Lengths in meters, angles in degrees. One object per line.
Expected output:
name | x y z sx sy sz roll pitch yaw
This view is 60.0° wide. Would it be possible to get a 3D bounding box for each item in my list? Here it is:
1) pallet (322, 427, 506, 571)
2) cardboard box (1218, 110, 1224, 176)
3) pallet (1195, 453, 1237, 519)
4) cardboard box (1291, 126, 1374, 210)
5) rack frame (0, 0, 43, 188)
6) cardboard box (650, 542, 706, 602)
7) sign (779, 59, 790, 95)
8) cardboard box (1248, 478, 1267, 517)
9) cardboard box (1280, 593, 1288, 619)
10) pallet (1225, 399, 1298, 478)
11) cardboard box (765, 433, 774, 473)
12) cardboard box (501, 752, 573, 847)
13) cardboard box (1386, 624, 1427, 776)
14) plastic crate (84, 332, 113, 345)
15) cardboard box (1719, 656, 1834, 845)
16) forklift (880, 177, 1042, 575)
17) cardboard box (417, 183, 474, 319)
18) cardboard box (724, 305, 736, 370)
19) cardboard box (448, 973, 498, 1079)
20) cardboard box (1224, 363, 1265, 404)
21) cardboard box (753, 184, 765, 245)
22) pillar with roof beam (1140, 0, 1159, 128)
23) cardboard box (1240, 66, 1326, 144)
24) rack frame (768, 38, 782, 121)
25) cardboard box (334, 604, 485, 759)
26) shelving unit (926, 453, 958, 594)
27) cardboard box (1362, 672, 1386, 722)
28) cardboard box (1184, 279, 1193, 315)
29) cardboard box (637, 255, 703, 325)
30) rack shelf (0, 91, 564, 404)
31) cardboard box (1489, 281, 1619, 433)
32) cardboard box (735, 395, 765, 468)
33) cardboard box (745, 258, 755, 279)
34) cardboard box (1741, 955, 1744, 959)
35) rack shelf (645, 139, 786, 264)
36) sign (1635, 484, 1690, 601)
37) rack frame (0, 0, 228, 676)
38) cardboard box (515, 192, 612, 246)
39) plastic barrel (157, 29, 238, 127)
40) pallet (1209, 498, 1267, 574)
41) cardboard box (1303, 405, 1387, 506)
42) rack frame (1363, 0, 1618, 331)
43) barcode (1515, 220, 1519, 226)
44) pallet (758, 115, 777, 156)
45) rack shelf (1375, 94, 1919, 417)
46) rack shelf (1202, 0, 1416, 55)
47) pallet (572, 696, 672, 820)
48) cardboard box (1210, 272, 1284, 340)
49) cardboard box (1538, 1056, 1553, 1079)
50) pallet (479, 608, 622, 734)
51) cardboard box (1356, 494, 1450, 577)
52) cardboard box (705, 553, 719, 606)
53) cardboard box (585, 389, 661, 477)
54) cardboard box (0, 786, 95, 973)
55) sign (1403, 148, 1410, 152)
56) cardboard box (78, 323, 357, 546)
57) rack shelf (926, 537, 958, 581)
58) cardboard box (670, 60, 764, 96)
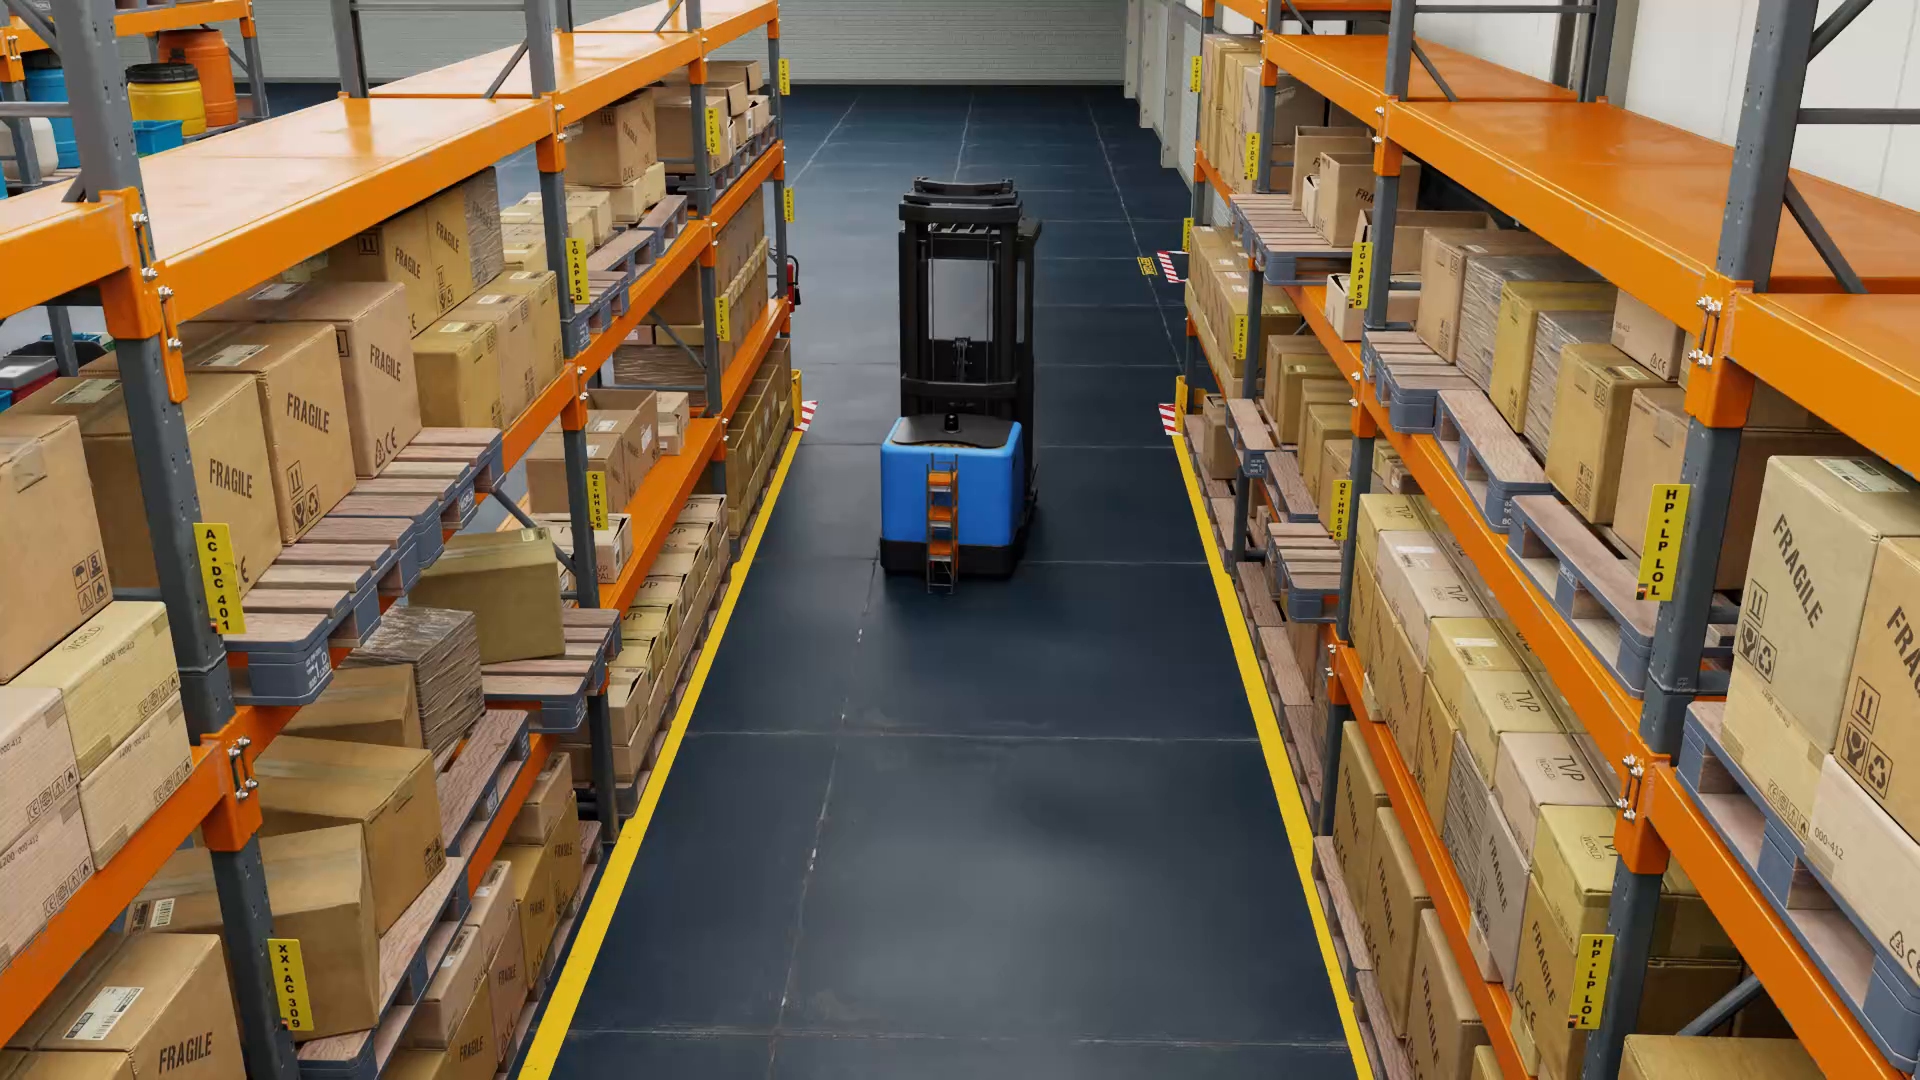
pallet | -2.446 -0.177 6.245 1.213 0.211 1.003 1 21 2
cardboard box | 2.433 -3.302 13.874 0.500 0.500 0.500 2 21 5
pallet | 2.650 -0.481 14.770 1.003 0.211 1.213 1 21 2
cardboard box | 2.533 -2.540 11.355 0.500 0.500 0.500 4 22 9
rack frame | -7.272 -4.001 11.695 1.000 3.000 0.127 1 21 2
cardboard box | -2.074 0.194 11.621 0.500 0.311 0.500 1 21 1
sign | -1.658 -4.358 15.647 0.100 0.325 0.005 1 21 2
cardboard box | 2.622 -0.511 13.840 0.500 0.500 0.500 -1 21 -2
cardboard box | 2.659 0.318 11.702 0.700 0.500 0.500 0 21 1
pallet | 2.461 -0.731 11.826 1.003 0.211 1.213 1 21 2
cardboard box | -1.954 -0.769 14.879 0.500 0.250 0.500 1 21 2
cardboard box | -2.234 1.269 8.215 0.500 0.250 0.500 1 21 4
cardboard box | 2.196 0.698 7.301 0.500 0.500 0.500 1 21 1
plastic crate | -7.476 -1.671 14.348 0.530 0.136 0.437 1 21 2
cardboard box | 2.102 0.473 3.798 0.500 0.250 0.500 1 21 1
forklift | 0.085 -1.590 13.869 1.130 2.935 3.031 3 21 7
cardboard box | -2.478 -1.272 7.285 0.500 0.500 0.500 1 21 2
cardboard box | -2.285 -1.728 13.991 0.700 0.500 0.500 1 21 2
cardboard box | -2.279 2.158 6.961 0.500 0.500 0.500 1 21 2
cardboard box | 2.342 -1.210 12.973 0.500 0.250 0.500 1 21 2
cardboard box | -2.228 -3.059 15.627 0.700 0.500 0.500 1 21 2
pillar with roof beam | 0.022 -13.801 36.951 9.100 9.000 0.400 1 21 2
cardboard box | 2.374 -3.200 12.228 0.500 0.500 0.500 -1 21 -3
rack frame | -2.200 -5.392 15.278 1.000 3.000 0.127 1 21 2
cardboard box | -2.568 0.613 7.378 0.700 0.500 0.500 5 22 12
shelving unit | -0.135 -0.123 12.689 0.215 1.050 0.252 3 21 7
cardboard box | 2.158 0.761 8.033 0.380 0.149 0.250 1 21 3
cardboard box | 2.420 -2.308 15.804 0.500 0.250 0.500 0 21 0
cardboard box | -2.314 -1.961 12.797 0.700 0.500 0.500 1 21 2
rack shelf | -2.504 -1.254 6.162 1.077 0.370 4.000 1 21 2
cardboard box | 2.558 -0.731 6.667 0.700 0.500 0.500 2 21 4
cardboard box | -1.964 -0.938 14.277 0.500 0.500 0.500 1 21 2
cardboard box | -2.053 -2.431 14.905 0.380 0.149 0.250 1 21 3
cardboard box | 2.661 1.089 5.254 0.500 0.250 0.500 1 21 3
rack shelf | -2.261 -2.935 14.087 1.077 0.370 4.000 1 21 2
sign | 1.844 0.008 4.358 0.100 0.325 0.005 1 21 2
rack frame | -2.565 -1.053 4.096 1.000 3.000 0.127 1 21 2
cardboard box | -2.441 -1.982 10.265 0.500 0.250 0.500 -1 21 -3
plastic barrel | -7.038 -4.268 15.355 0.600 0.830 0.708 1 21 2
pallet | 2.615 -0.039 13.630 1.003 0.211 1.213 1 21 2
cardboard box | 2.528 -0.522 10.274 0.700 0.500 0.500 1 21 2
rack frame | 2.508 -2.446 7.686 1.000 3.000 0.127 1 21 2
barcode | 3.057 -1.758 9.120 0.001 0.075 0.075 1 21 2
pallet | -2.247 -3.697 15.179 1.003 0.211 1.213 1 21 2
rack shelf | 2.448 -1.201 6.025 1.077 0.370 4.000 1 21 2
rack shelf | 2.691 -4.279 13.408 1.077 0.370 4.000 1 21 2
pallet | -2.379 1.300 10.179 1.003 0.211 1.213 1 21 2
cardboard box | 2.371 -1.921 13.770 0.500 0.500 0.500 0 21 0
cardboard box | 2.114 1.779 5.409 0.380 0.149 0.250 1 21 2
pallet | -2.394 0.633 8.310 1.213 0.211 1.003 1 21 2
cardboard box | 2.236 -0.022 8.118 0.500 0.250 0.500 1 21 3
cardboard box | -2.061 0.273 12.192 0.500 0.250 0.500 0 21 1
cardboard box | -2.377 -0.727 11.412 0.500 0.500 0.500 2 21 6
cardboard box | -2.339 0.775 3.739 0.500 0.250 0.500 1 21 2
sign | 3.185 -2.914 11.779 0.100 0.325 0.005 1 21 2
cardboard box | -2.478 -0.367 5.617 0.600 0.600 0.600 0 21 1
rack shelf | -0.135 0.146 12.793 0.215 0.259 0.240 3 21 7
cardboard box | -2.221 -4.095 15.165 0.797 0.503 0.637 2 21 5
